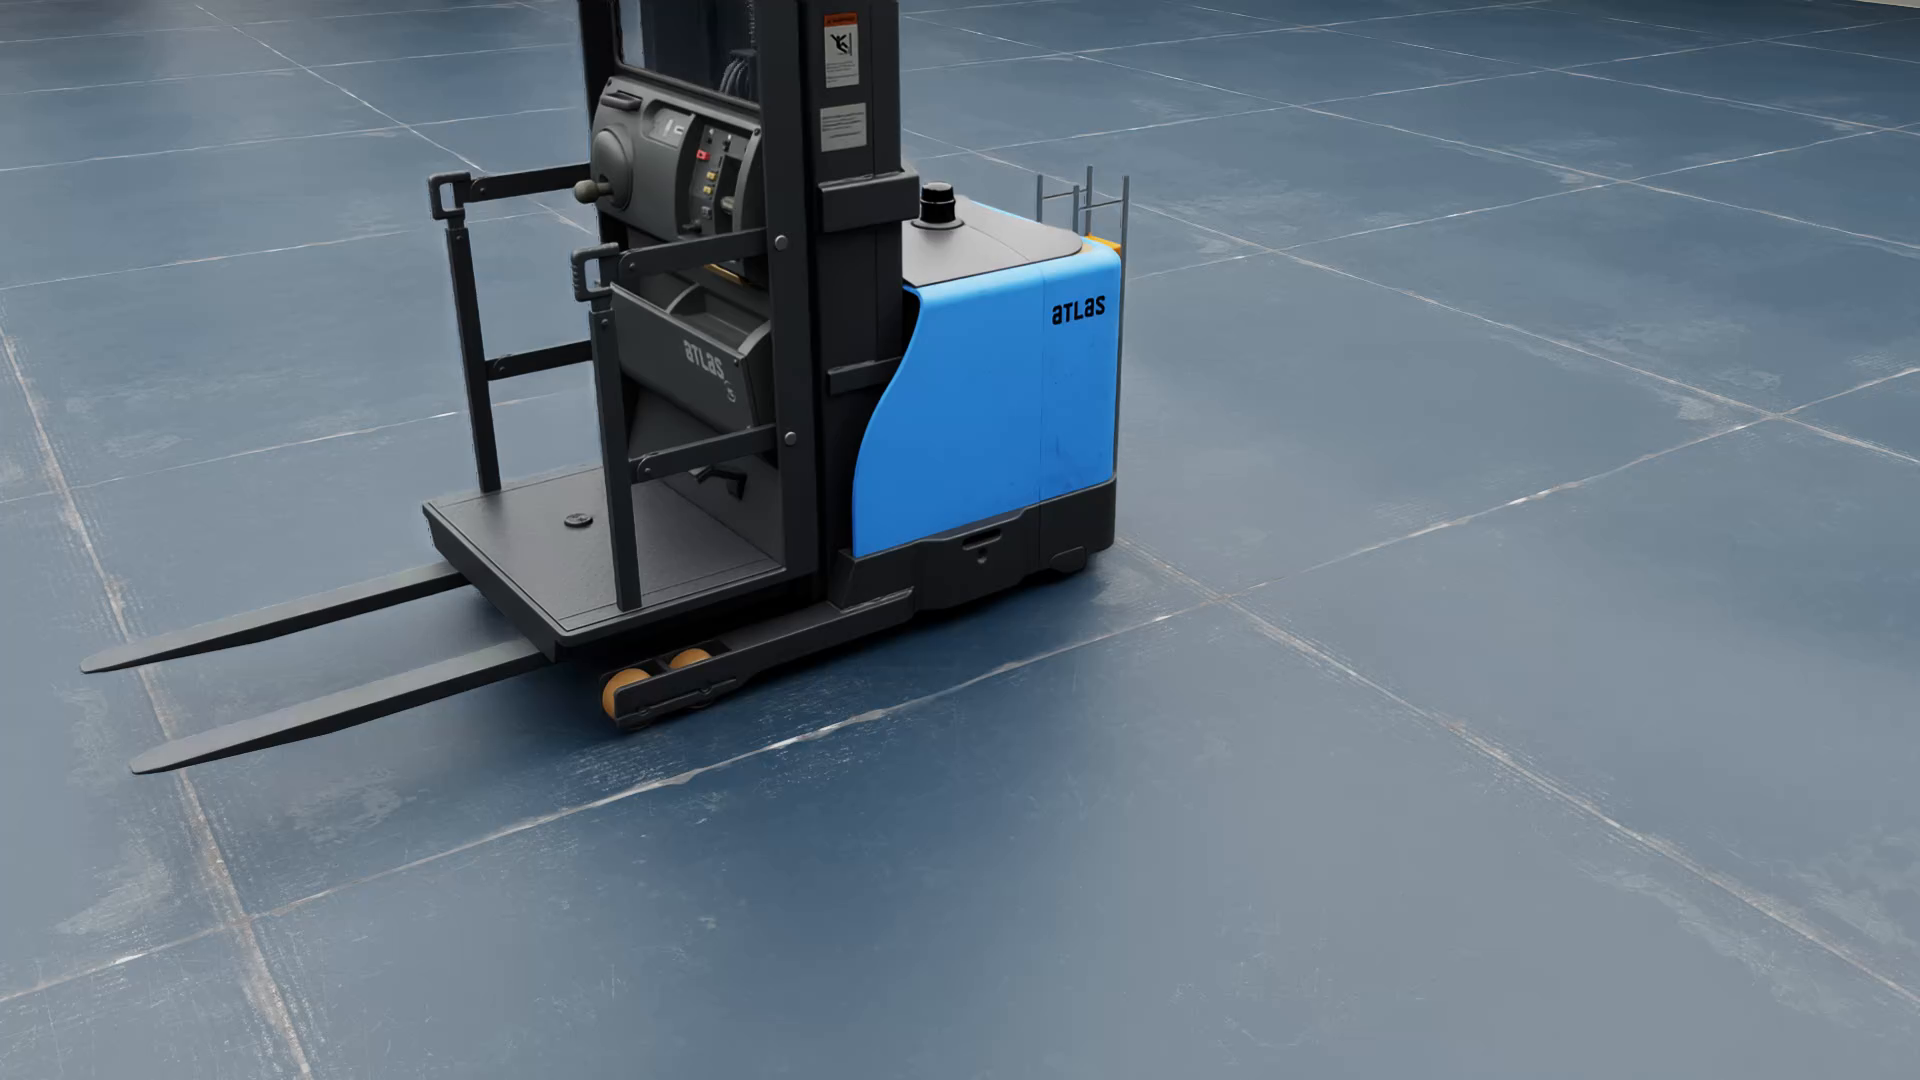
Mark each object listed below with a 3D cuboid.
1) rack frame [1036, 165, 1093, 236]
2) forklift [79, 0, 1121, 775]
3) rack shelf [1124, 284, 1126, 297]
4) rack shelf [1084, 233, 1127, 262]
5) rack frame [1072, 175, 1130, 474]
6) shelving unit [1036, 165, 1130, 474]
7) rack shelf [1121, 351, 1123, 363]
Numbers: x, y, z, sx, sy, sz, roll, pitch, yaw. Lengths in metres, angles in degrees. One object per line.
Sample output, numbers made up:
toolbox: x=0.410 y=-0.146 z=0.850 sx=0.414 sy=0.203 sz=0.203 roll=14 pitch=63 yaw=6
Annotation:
rack frame: x=0.352 y=-0.694 z=5.815 sx=0.240 sy=1.200 sz=0.006 roll=-18 pitch=31 yaw=-33
forklift: x=-0.974 y=-1.053 z=4.547 sx=3.031 sy=2.935 sz=1.130 roll=-17 pitch=30 yaw=-32
rack shelf: x=0.408 y=-0.840 z=5.665 sx=0.258 sy=0.103 sz=0.180 roll=-18 pitch=31 yaw=-33
rack shelf: x=0.408 y=-0.948 z=5.614 sx=0.258 sy=0.103 sz=0.180 roll=-18 pitch=31 yaw=-33
rack frame: x=0.463 y=-0.632 z=5.683 sx=0.240 sy=1.200 sz=0.006 roll=-18 pitch=31 yaw=-33
shelving unit: x=0.408 y=-0.663 z=5.749 sx=0.258 sy=1.200 sz=0.189 roll=-18 pitch=31 yaw=-33
rack shelf: x=0.408 y=-0.623 z=5.768 sx=0.258 sy=0.103 sz=0.180 roll=-18 pitch=31 yaw=-33
